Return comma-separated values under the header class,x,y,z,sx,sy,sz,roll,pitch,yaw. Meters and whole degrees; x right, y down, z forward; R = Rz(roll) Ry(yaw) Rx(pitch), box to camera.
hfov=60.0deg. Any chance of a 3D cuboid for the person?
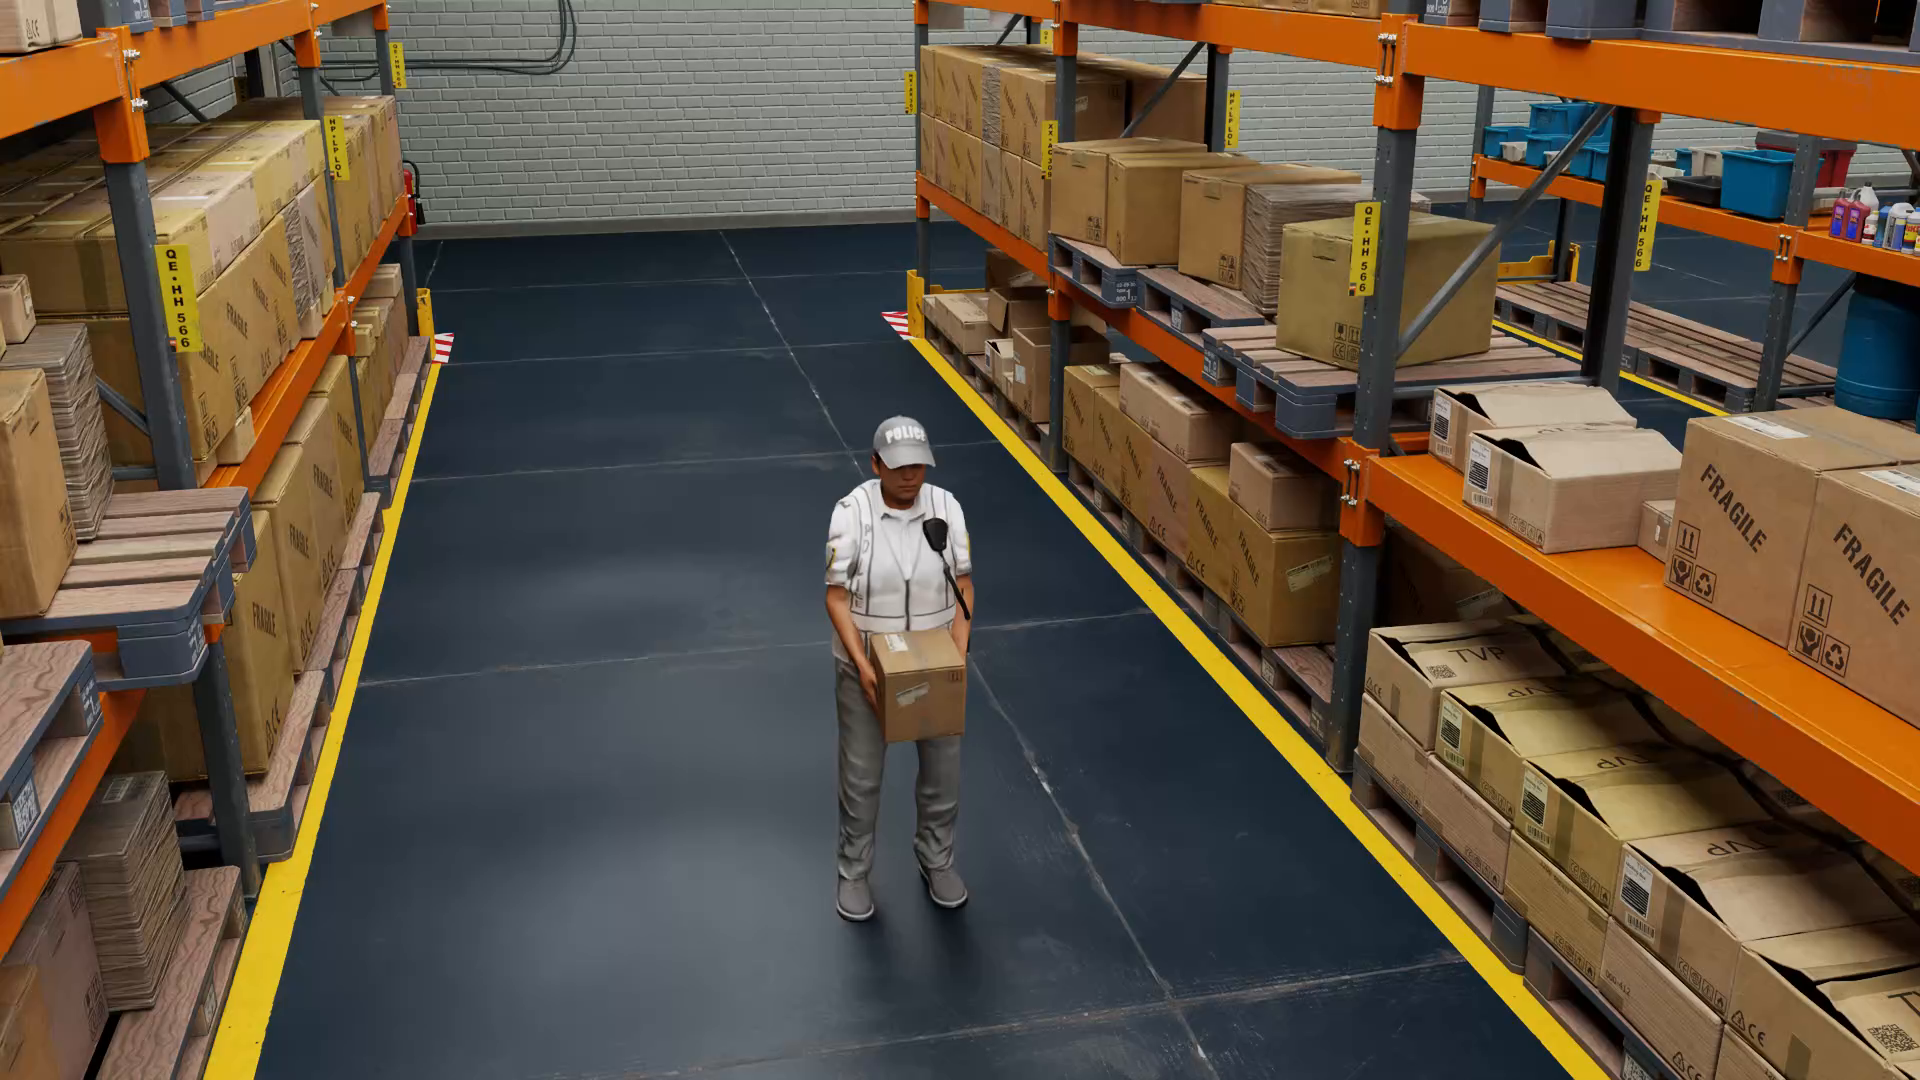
class,x,y,z,sx,sy,sz,roll,pitch,yaw
person,-0.185,0.418,5.390,0.493,1.671,0.490,-5,20,-13
